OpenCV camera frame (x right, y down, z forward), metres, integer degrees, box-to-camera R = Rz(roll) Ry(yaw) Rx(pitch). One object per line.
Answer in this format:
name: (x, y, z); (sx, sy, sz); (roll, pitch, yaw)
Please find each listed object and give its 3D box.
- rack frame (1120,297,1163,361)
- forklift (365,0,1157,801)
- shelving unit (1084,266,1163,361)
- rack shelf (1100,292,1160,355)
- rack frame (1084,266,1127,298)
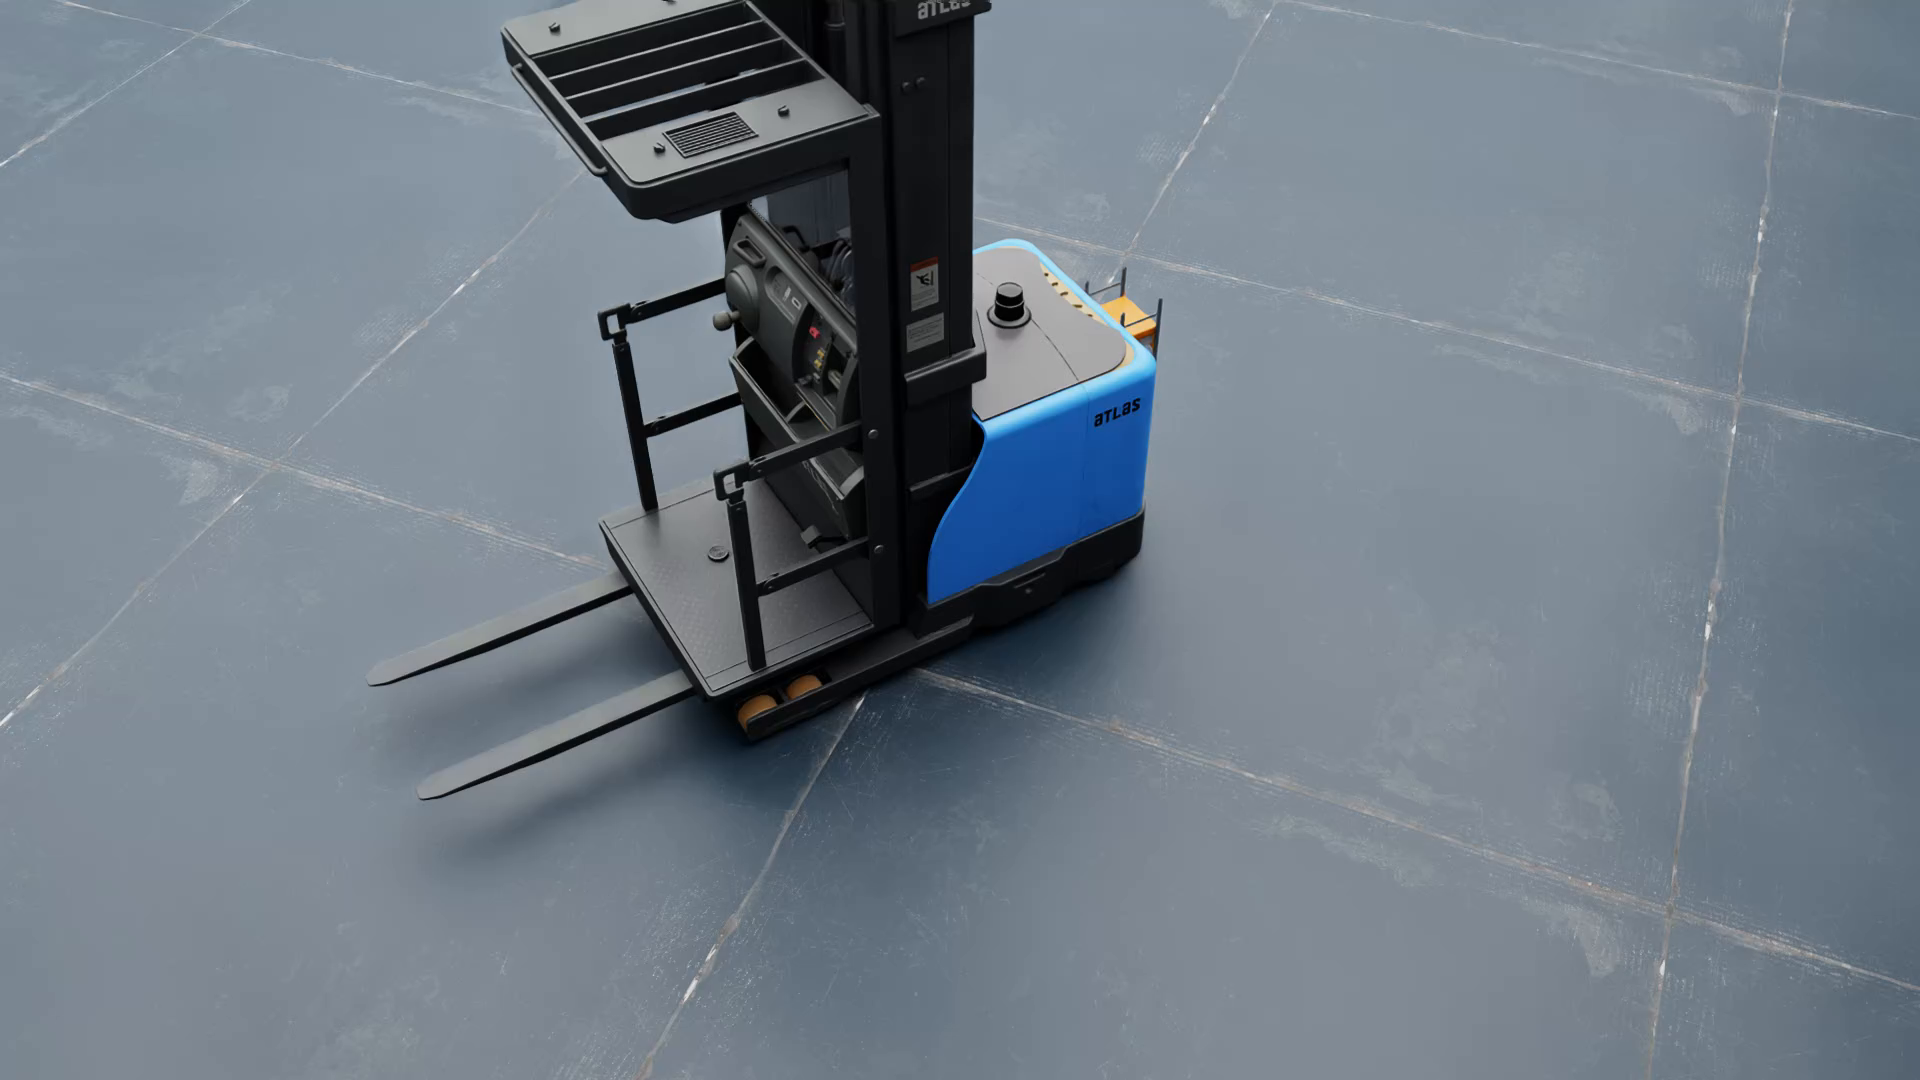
rack frame: (0.714, -0.547, 6.894); (0.200, 1.050, 0.008); (-24, 49, -22)
forklift: (-0.770, -0.715, 5.729); (3.031, 2.935, 1.130); (-23, 49, -21)
shelving unit: (0.650, -0.620, 6.968); (0.215, 1.050, 0.252); (-24, 49, -22)
rack shelf: (0.650, -0.813, 6.775); (0.215, 0.259, 0.240); (-24, 49, -22)
rack frame: (0.586, -0.693, 7.041); (0.200, 1.050, 0.008); (-24, 49, -22)
